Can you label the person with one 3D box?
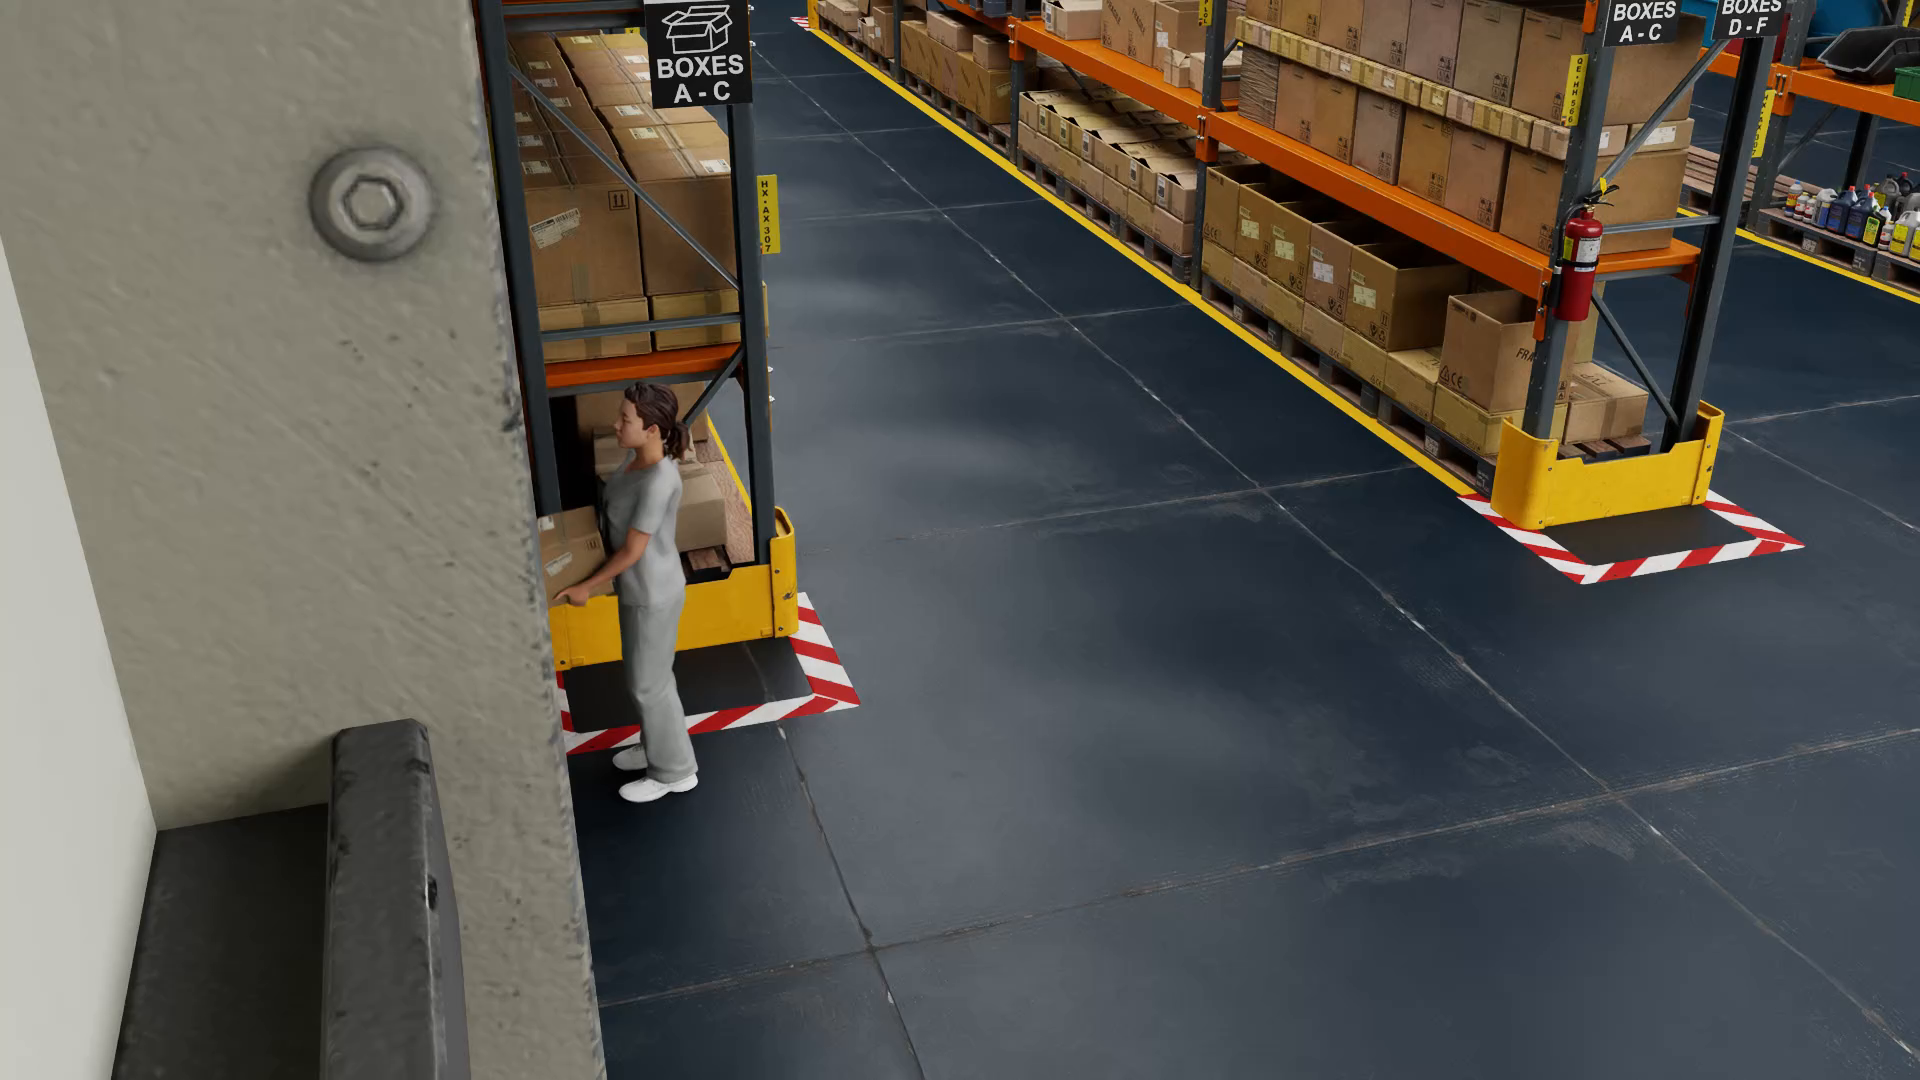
[{"bbox_3d":[-1.237,0.202,6.225,0.560,1.663,0.436,-8,27,-15],"label":"person"}]
